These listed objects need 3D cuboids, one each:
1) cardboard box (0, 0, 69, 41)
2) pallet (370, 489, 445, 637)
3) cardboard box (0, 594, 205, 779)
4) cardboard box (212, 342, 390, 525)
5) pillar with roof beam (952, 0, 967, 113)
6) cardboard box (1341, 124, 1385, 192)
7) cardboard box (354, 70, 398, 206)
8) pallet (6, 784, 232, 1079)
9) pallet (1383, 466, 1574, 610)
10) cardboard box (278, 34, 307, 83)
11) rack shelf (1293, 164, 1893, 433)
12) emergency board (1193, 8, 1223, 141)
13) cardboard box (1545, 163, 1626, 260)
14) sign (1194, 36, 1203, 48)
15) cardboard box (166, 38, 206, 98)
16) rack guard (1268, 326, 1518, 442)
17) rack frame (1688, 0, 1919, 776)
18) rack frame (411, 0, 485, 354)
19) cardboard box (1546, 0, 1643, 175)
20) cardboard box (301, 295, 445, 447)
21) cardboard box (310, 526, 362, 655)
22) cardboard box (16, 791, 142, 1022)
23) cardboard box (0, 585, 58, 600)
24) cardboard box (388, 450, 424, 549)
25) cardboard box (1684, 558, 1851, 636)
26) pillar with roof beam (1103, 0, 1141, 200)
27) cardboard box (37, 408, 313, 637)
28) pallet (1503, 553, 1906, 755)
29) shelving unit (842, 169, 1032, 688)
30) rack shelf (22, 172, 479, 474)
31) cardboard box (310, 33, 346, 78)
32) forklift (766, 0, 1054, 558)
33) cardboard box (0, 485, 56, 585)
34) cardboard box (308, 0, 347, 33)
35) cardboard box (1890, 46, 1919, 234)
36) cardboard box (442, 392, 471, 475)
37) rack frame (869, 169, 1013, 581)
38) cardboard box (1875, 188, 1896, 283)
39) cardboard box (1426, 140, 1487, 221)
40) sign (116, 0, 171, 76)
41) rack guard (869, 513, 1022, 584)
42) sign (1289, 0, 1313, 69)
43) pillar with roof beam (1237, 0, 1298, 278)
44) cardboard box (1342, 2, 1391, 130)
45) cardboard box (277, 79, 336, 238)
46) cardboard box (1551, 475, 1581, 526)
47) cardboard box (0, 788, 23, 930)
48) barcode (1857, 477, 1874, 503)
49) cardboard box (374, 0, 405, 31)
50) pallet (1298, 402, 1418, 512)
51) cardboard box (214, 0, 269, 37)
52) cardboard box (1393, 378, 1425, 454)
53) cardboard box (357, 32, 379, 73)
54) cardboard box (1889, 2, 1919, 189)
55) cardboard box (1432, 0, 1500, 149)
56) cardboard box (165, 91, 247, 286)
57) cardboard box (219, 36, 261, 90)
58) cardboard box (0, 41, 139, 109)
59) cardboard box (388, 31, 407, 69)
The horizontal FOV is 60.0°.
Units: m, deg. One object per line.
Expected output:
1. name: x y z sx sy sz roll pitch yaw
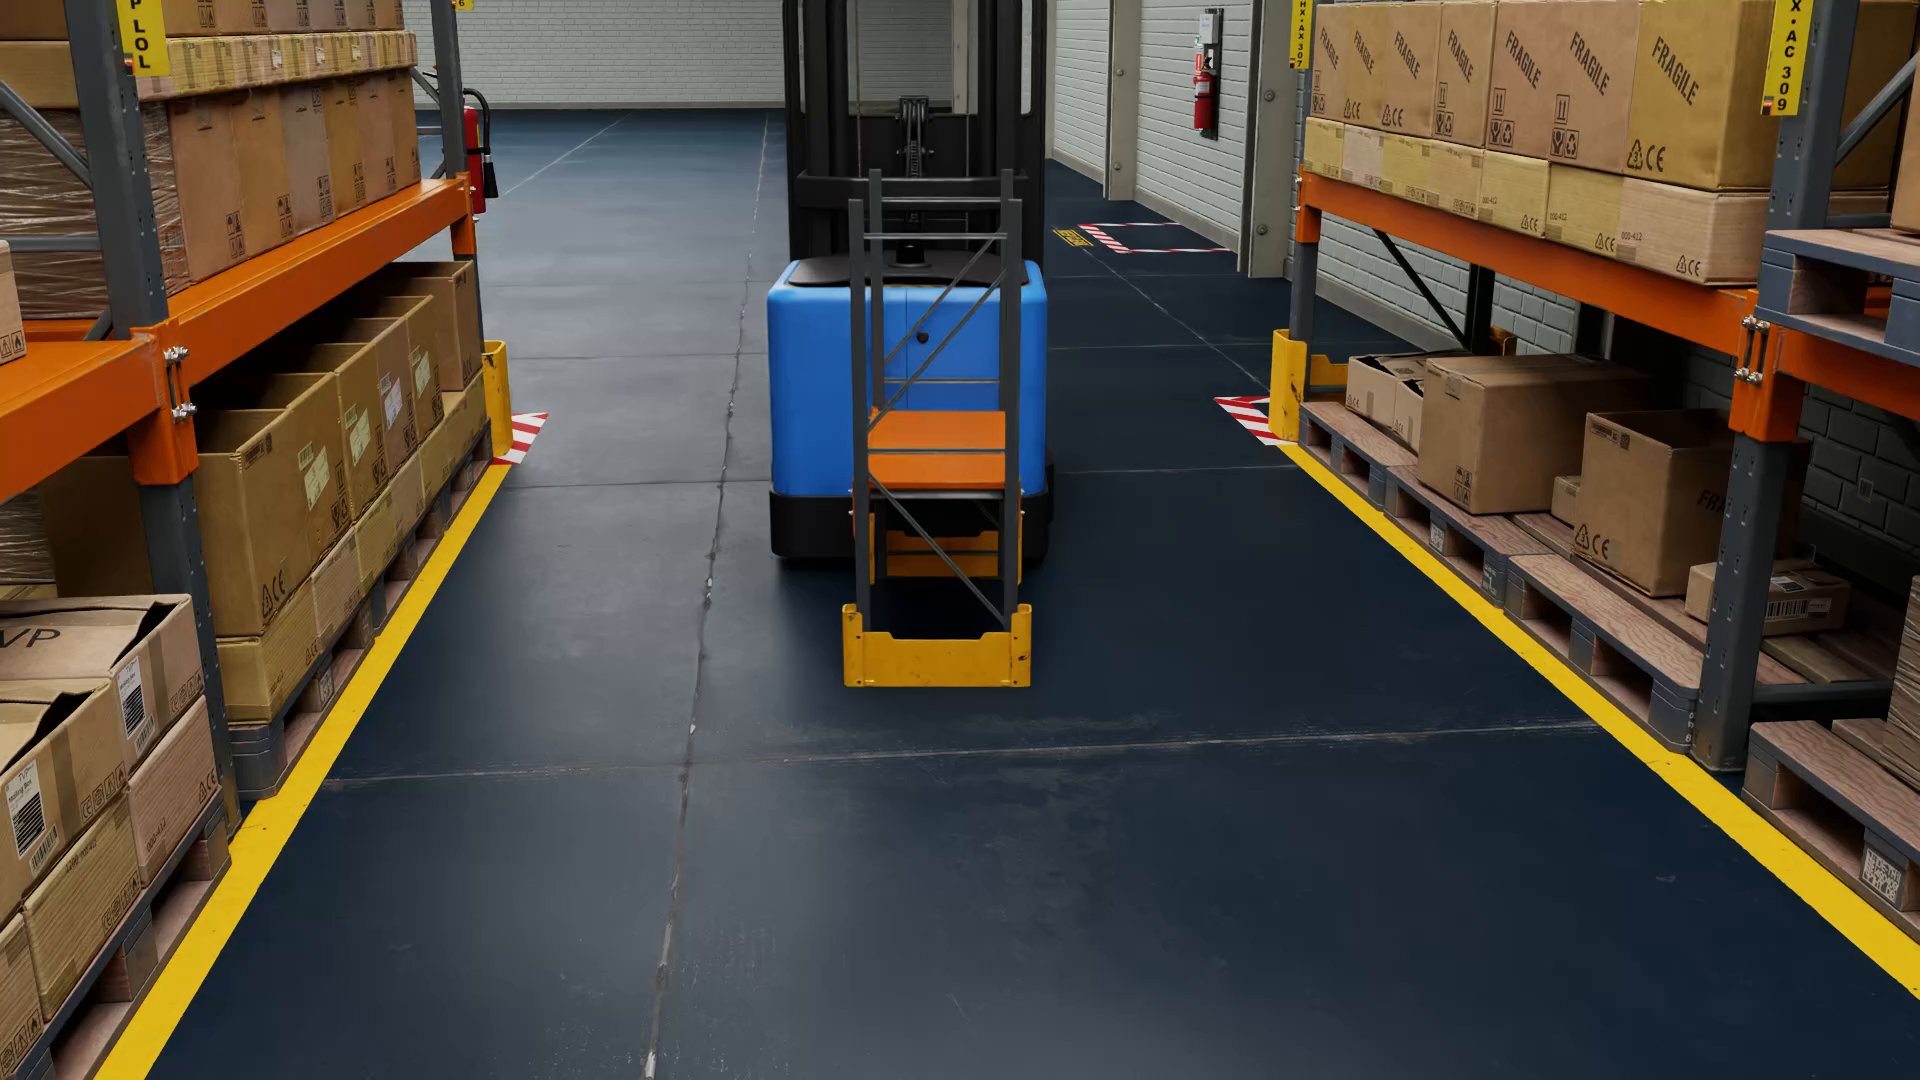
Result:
1. cardboard box: -2.409 -1.458 3.981 0.700 0.500 0.500 -2 18 -5
2. pallet: -2.526 0.068 6.107 1.003 0.211 1.213 -2 18 -6
3. cardboard box: -2.030 0.296 3.679 0.500 0.311 0.500 -2 18 -6
4. cardboard box: -2.196 -0.351 5.426 0.500 0.500 0.500 -2 18 -6
5. pillar with roof beam: -4.286 -13.491 34.625 9.100 9.000 0.400 -2 18 -6
6. cardboard box: 1.960 -1.634 7.090 0.500 0.250 0.500 -2 18 -7
7. cardboard box: -2.675 -1.603 6.609 0.700 0.500 0.500 -1 17 -4
8. pallet: -2.242 0.889 3.492 1.003 0.211 1.213 -2 18 -6
9. pallet: 2.337 -0.046 6.473 1.003 0.211 1.213 -2 18 -6
10. cardboard box: -2.355 -1.564 5.401 0.380 0.149 0.250 -2 18 -6
11. rack shelf: 2.364 -1.066 6.266 1.077 0.370 4.000 -2 18 -6
12. emergency board: 2.254 -4.349 15.520 0.194 1.169 0.643 -2 18 -6
13. cardboard box: 2.177 -1.032 5.173 0.500 0.250 0.500 -2 18 -5
14. sign: 2.292 -4.785 15.965 0.001 0.109 0.331 -2 18 -6
15. cardboard box: -2.246 -1.254 4.415 0.380 0.149 0.250 -2 18 -7
16. rack guard: 2.165 -0.790 8.359 1.175 0.500 0.348 -2 18 -6
17. rack frame: 2.570 -0.814 4.261 1.000 3.000 0.127 -2 18 -6
18. rack frame: -2.769 -1.851 7.566 1.000 3.000 0.127 -2 18 -6
19. cardboard box: 2.157 -1.389 5.059 0.500 0.500 0.500 -2 18 -6
20. cardboard box: -2.300 -0.649 6.375 0.500 0.500 0.500 -2 18 -6
21. cardboard box: -2.149 0.155 5.064 0.500 0.250 0.500 -2 18 -6
22. cardboard box: -1.975 0.717 3.273 0.500 0.250 0.500 -2 18 -6
23. cardboard box: -2.622 0.321 4.537 0.500 0.250 0.500 -2 18 -6
24. cardboard box: -2.253 -0.142 6.012 0.500 0.250 0.500 -2 18 -6
25. cardboard box: 2.485 0.170 5.124 0.380 0.166 0.250 -4 18 -13
26. pillar with roof beam: -2.429 -8.128 17.543 9.100 9.000 0.400 -2 18 -6
27. cardboard box: -2.093 -0.054 4.477 0.500 0.500 0.500 -2 18 -6
28. pallet: 2.466 0.318 5.312 1.003 0.211 1.213 -2 18 -6
29. shelving unit: -0.068 -0.414 5.493 0.587 1.500 1.083 0 17 0
30. rack shelf: -2.563 -0.912 5.775 1.077 0.370 4.000 -2 18 -6
31. cardboard box: -2.405 -1.715 5.881 0.380 0.149 0.250 -1 17 -4
32. forklift: -0.183 -1.715 7.247 1.130 2.935 3.031 0 17 0
33. cardboard box: -2.662 -0.186 4.901 0.500 0.500 0.500 -2 18 -6
34. cardboard box: -2.616 -2.056 5.885 0.700 0.500 0.500 -2 18 -5
35. cardboard box: 2.589 -0.918 3.693 0.700 0.500 0.500 -2 18 -5
36. cardboard box: -2.357 -0.440 6.961 0.500 0.250 0.500 -2 18 -6
37. rack frame: -0.065 -0.569 5.987 0.500 1.500 0.032 0 17 0
38. cardboard box: 2.735 -0.898 4.747 0.500 0.250 0.500 -2 17 -5
39. cardboard box: 2.056 -1.331 6.126 0.500 0.250 0.500 -2 18 -5
40. sign: -1.818 -1.194 3.671 0.100 0.325 0.005 -2 18 -6
41. rack guard: -0.065 0.033 6.155 0.587 0.250 0.087 0 17 0
42. sign: 1.618 -2.402 7.873 0.100 0.325 0.005 -2 18 -6
43. pillar with roof beam: -1.811 -6.340 11.849 9.100 9.000 0.400 -2 18 -6
44. cardboard box: 1.949 -2.002 7.011 0.500 0.500 0.500 -2 18 -5
45. cardboard box: -2.571 -1.298 5.638 0.700 0.500 0.500 -1 17 -4
46. cardboard box: 2.425 -0.140 6.142 0.380 0.149 0.250 -3 18 -10
47. cardboard box: -1.921 0.600 2.712 0.500 0.311 0.500 -2 18 -6
48. barcode: 2.753 -0.152 5.057 0.001 0.075 0.075 -2 18 -6
49. cardboard box: -2.728 -2.363 6.862 0.700 0.500 0.500 -2 18 -5
50. pallet: 2.214 -0.409 7.628 1.003 0.211 1.213 -2 18 -6
51. cardboard box: -2.513 -1.758 4.936 0.700 0.500 0.500 -2 18 -6
52. cardboard box: 2.198 -0.554 7.187 0.500 0.311 0.500 0 17 -1
53. cardboard box: -2.462 -1.871 6.380 0.380 0.149 0.250 -2 17 -5
54. cardboard box: 2.729 -1.256 4.634 0.500 0.500 0.500 -2 18 -7
55. cardboard box: 2.061 -1.694 6.032 0.500 0.500 0.500 -1 17 -4
56. cardboard box: -2.470 -0.996 4.675 0.700 0.500 0.500 -2 18 -6
57. cardboard box: -2.298 -1.407 4.901 0.380 0.149 0.250 -2 18 -7
58. cardboard box: -2.192 -1.103 3.932 0.380 0.149 0.250 -2 18 -6
59. cardboard box: -2.512 -2.022 6.861 0.380 0.149 0.250 -1 17 -4
